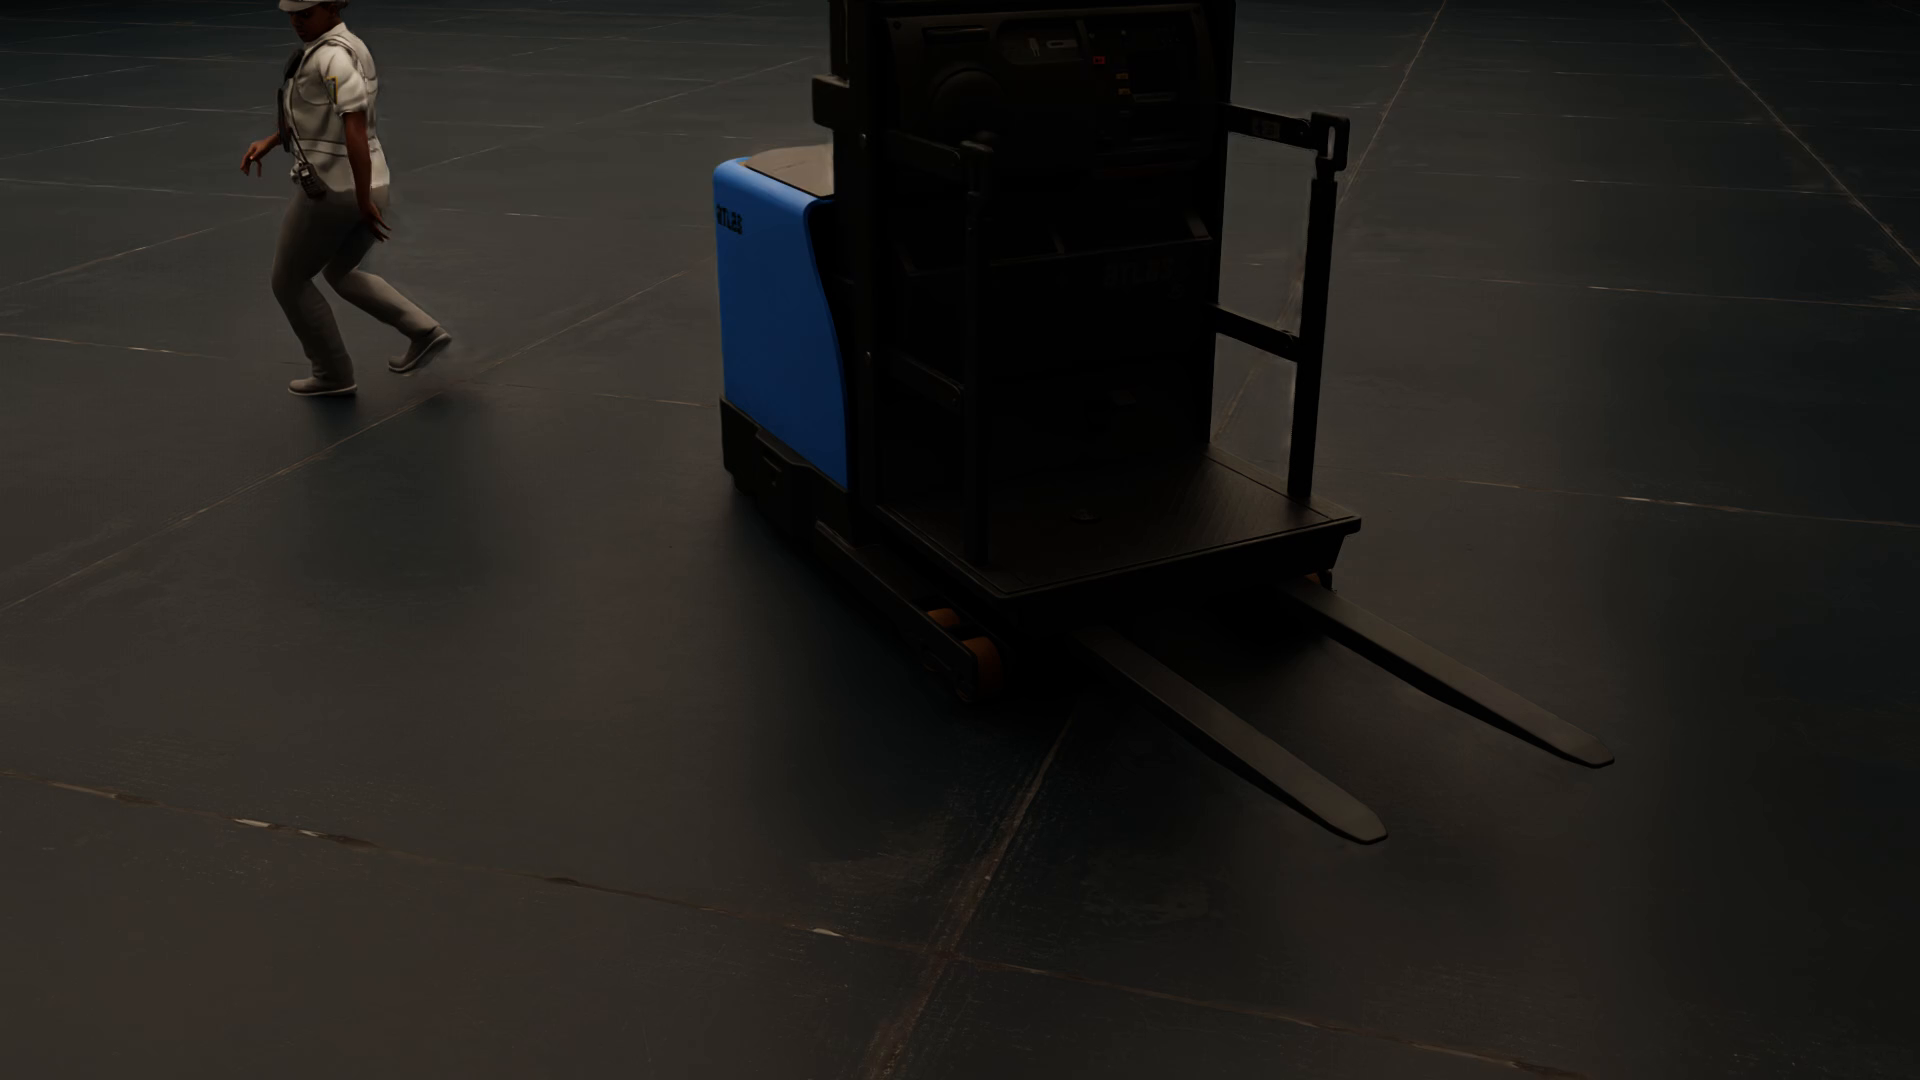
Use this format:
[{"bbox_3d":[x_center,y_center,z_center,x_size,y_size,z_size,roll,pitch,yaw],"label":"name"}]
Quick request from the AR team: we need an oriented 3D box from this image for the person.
[{"bbox_3d":[-2.331,-1.293,6.183,0.643,1.599,0.569,2,23,6],"label":"person"}]

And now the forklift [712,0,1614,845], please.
[{"bbox_3d":[0.349,-1.144,4.051,1.130,2.935,3.031,-11,25,-26],"label":"forklift"}]
